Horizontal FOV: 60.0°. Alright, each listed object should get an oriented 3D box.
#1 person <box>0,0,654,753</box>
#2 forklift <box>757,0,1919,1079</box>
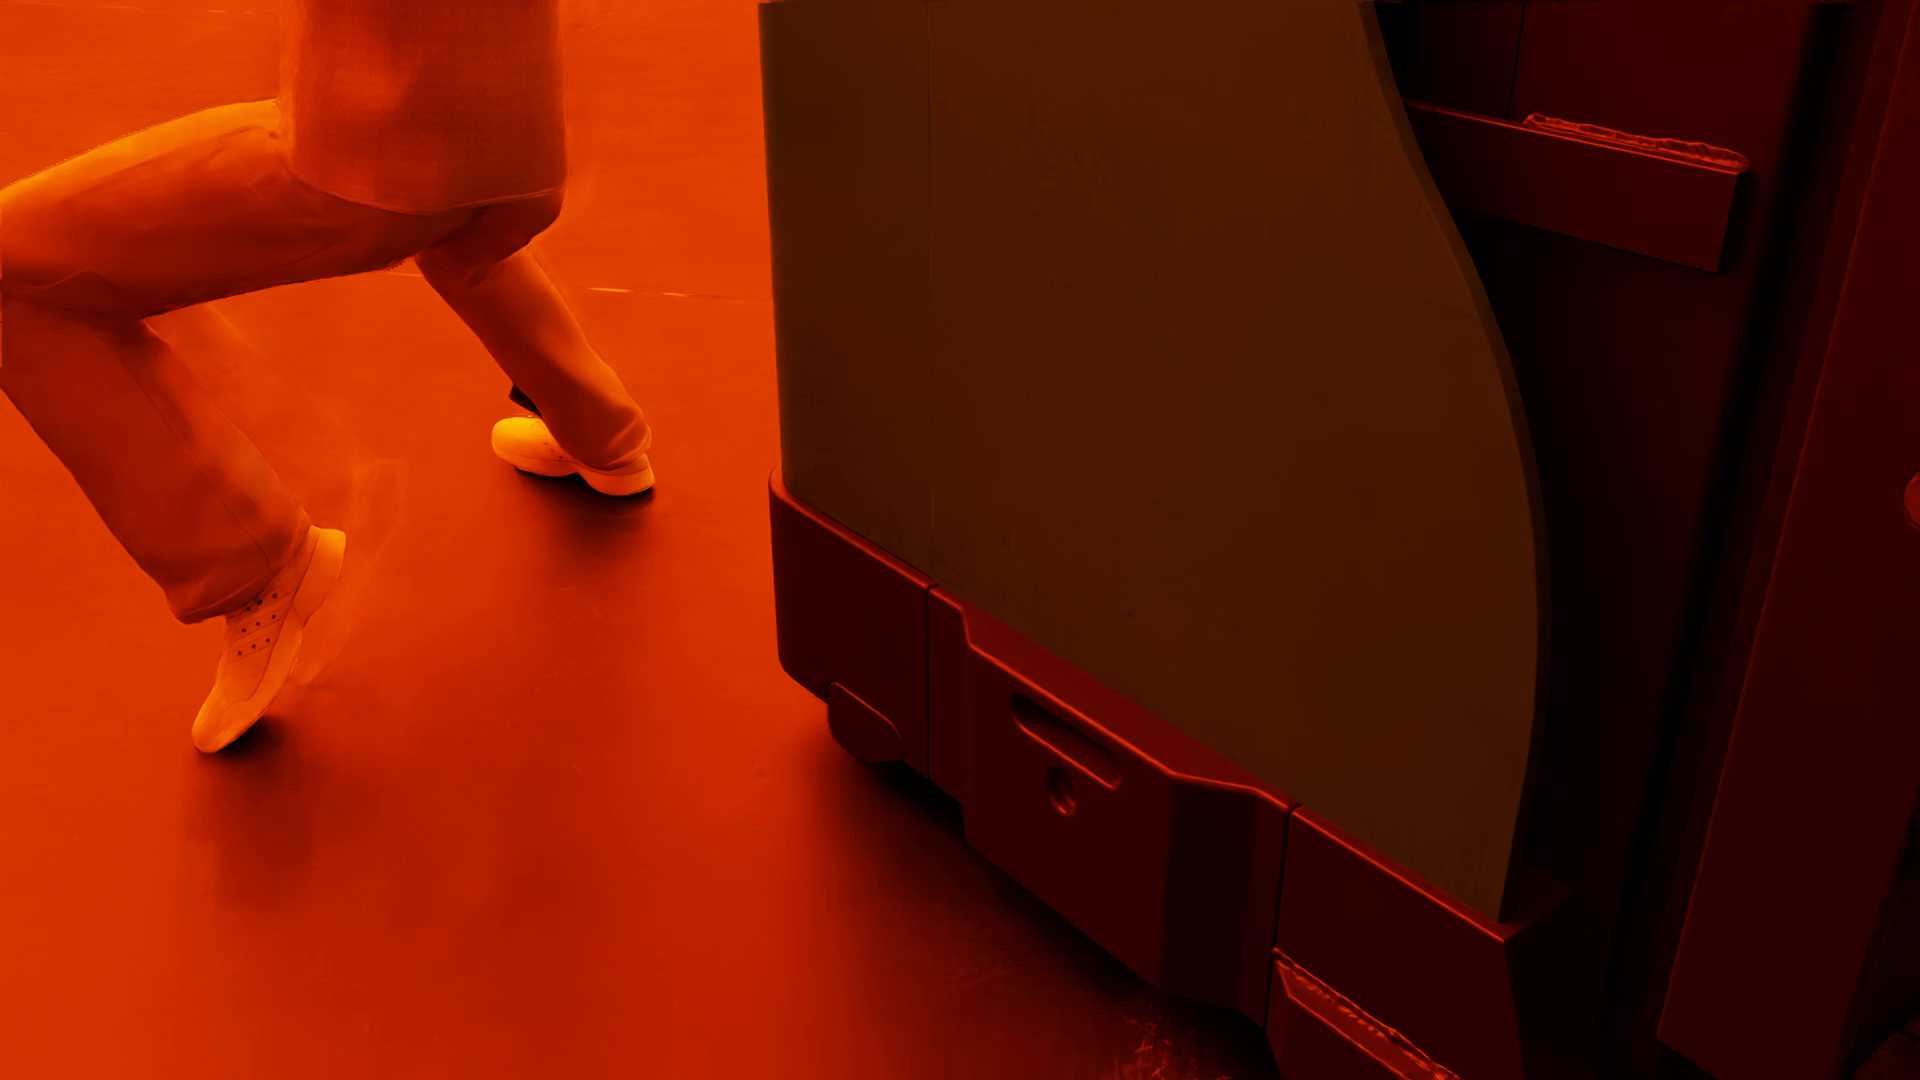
[{"bbox_3d":[-0.768,-0.558,2.031,0.685,1.450,0.955,16,31,29],"label":"person"},{"bbox_3d":[1.083,-0.727,0.686,1.130,2.935,3.031,-20,33,-34],"label":"forklift"}]
